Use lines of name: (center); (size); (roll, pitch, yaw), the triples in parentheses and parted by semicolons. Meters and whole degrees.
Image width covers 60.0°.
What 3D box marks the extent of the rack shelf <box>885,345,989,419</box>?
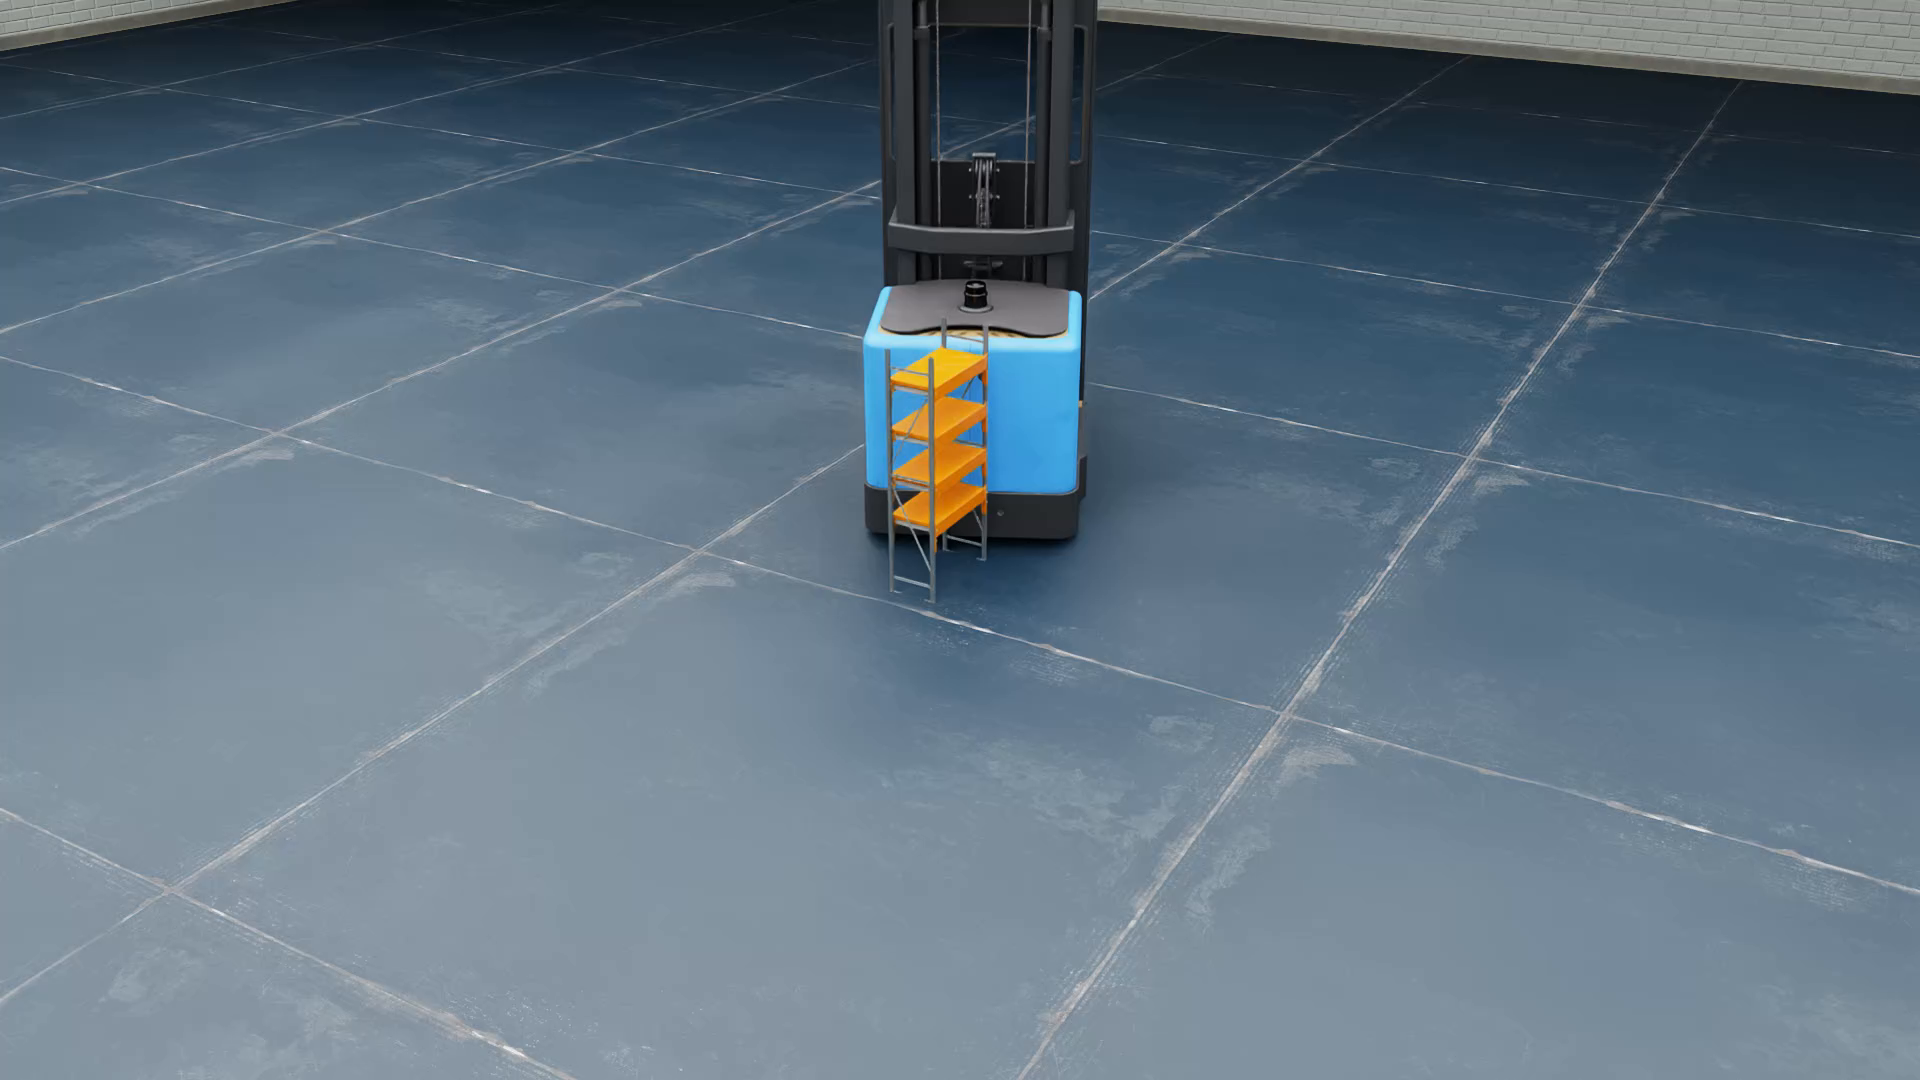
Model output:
rack shelf: (-0.100, -0.715, 7.461); (0.258, 0.148, 0.480); (14, 30, 26)

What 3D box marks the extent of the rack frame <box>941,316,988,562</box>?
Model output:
rack frame: (0.021, -0.459, 7.826); (0.240, 1.200, 0.015); (14, 30, 26)

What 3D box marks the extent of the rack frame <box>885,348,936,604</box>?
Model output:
rack frame: (-0.220, -0.269, 7.447); (0.240, 1.200, 0.015); (14, 30, 26)

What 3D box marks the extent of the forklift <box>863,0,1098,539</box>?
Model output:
forklift: (0.156, -1.940, 8.851); (1.130, 2.935, 3.031); (2, 27, 4)

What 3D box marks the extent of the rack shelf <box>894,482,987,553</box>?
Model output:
rack shelf: (-0.100, -0.126, 7.756); (0.258, 0.148, 0.480); (14, 30, 26)

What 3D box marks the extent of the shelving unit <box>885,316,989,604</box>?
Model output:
shelving unit: (-0.100, -0.364, 7.637); (0.258, 1.200, 0.503); (14, 30, 26)

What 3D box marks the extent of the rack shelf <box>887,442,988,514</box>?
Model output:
rack shelf: (-0.100, -0.304, 7.667); (0.258, 0.148, 0.480); (14, 30, 26)

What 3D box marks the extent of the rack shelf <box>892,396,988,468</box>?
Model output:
rack shelf: (-0.100, -0.504, 7.567); (0.258, 0.148, 0.480); (14, 30, 26)
